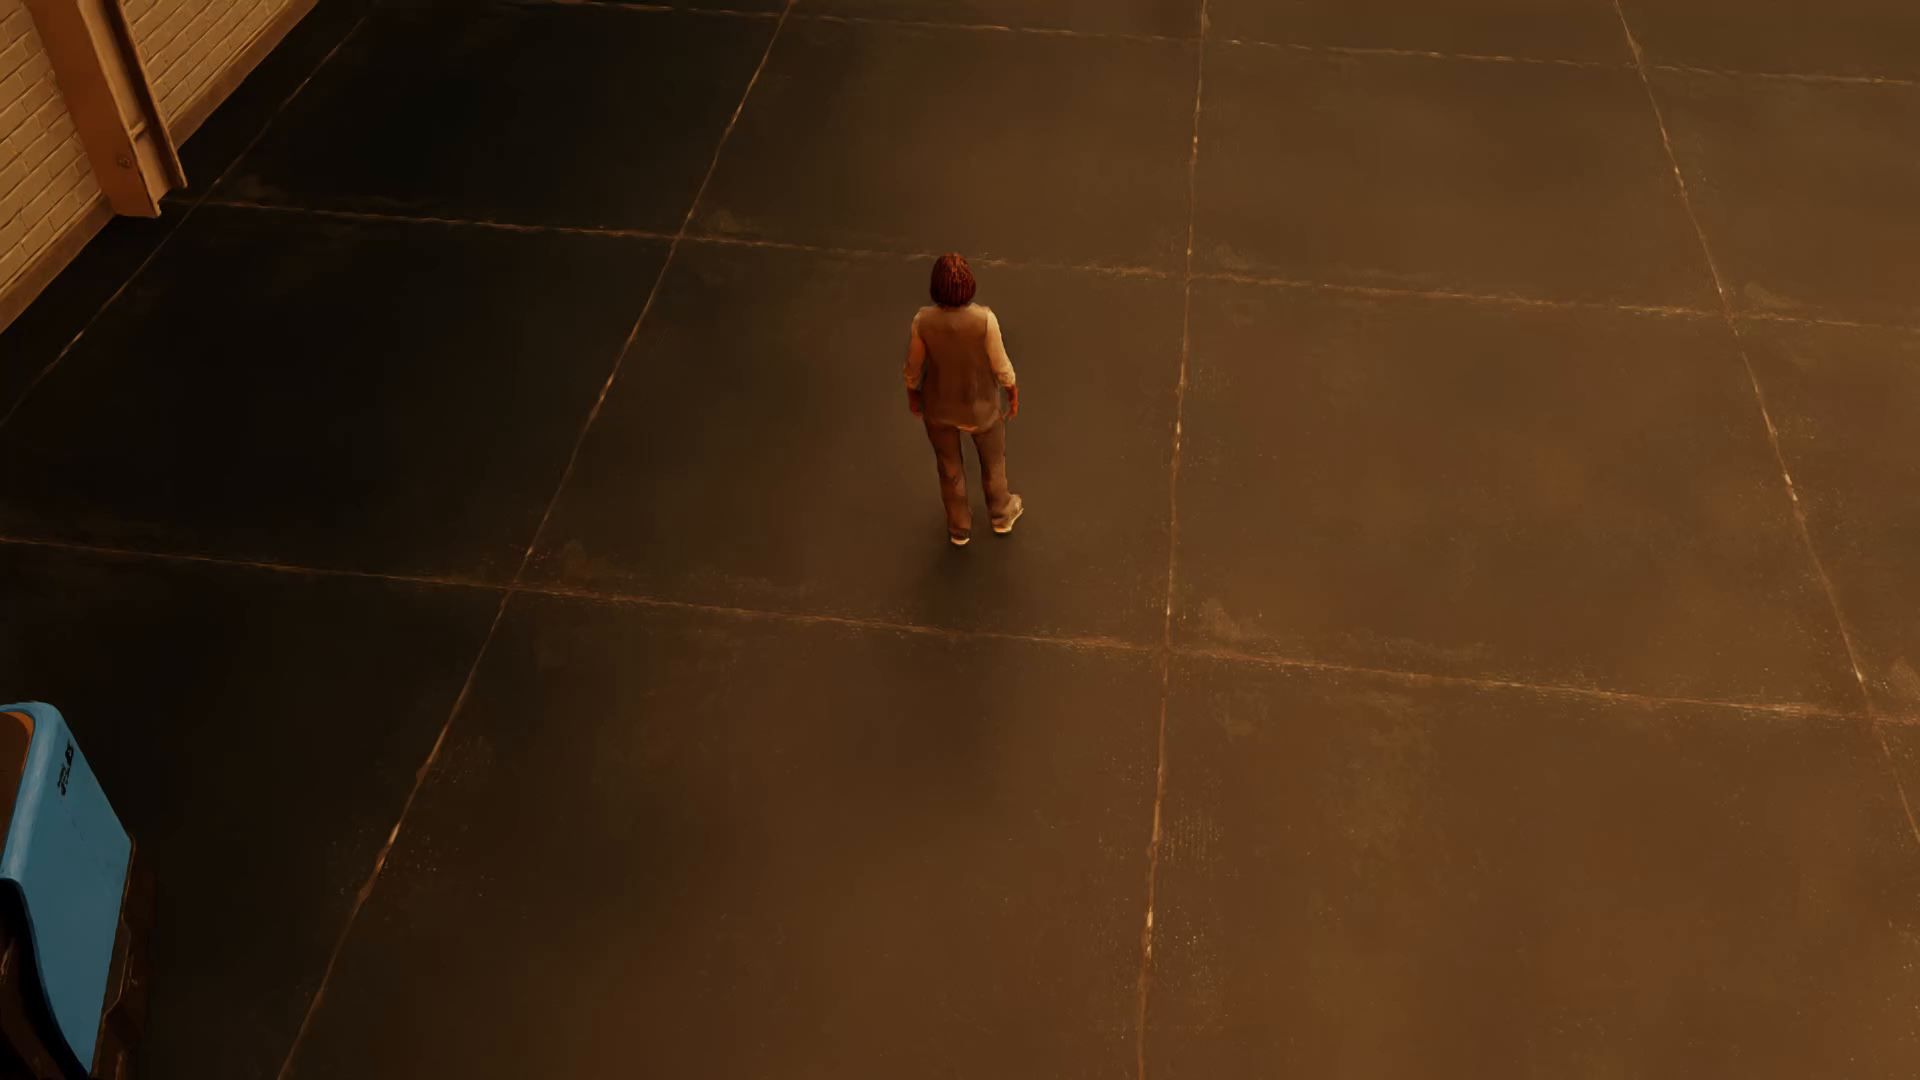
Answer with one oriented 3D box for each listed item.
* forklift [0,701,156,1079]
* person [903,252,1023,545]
[{"bbox_3d":[-3.280,1.297,4.312,1.130,2.935,3.031,-8,43,-9],"label":"forklift"},{"bbox_3d":[0.024,-0.642,7.399,0.521,1.597,0.474,5,43,6],"label":"person"}]
